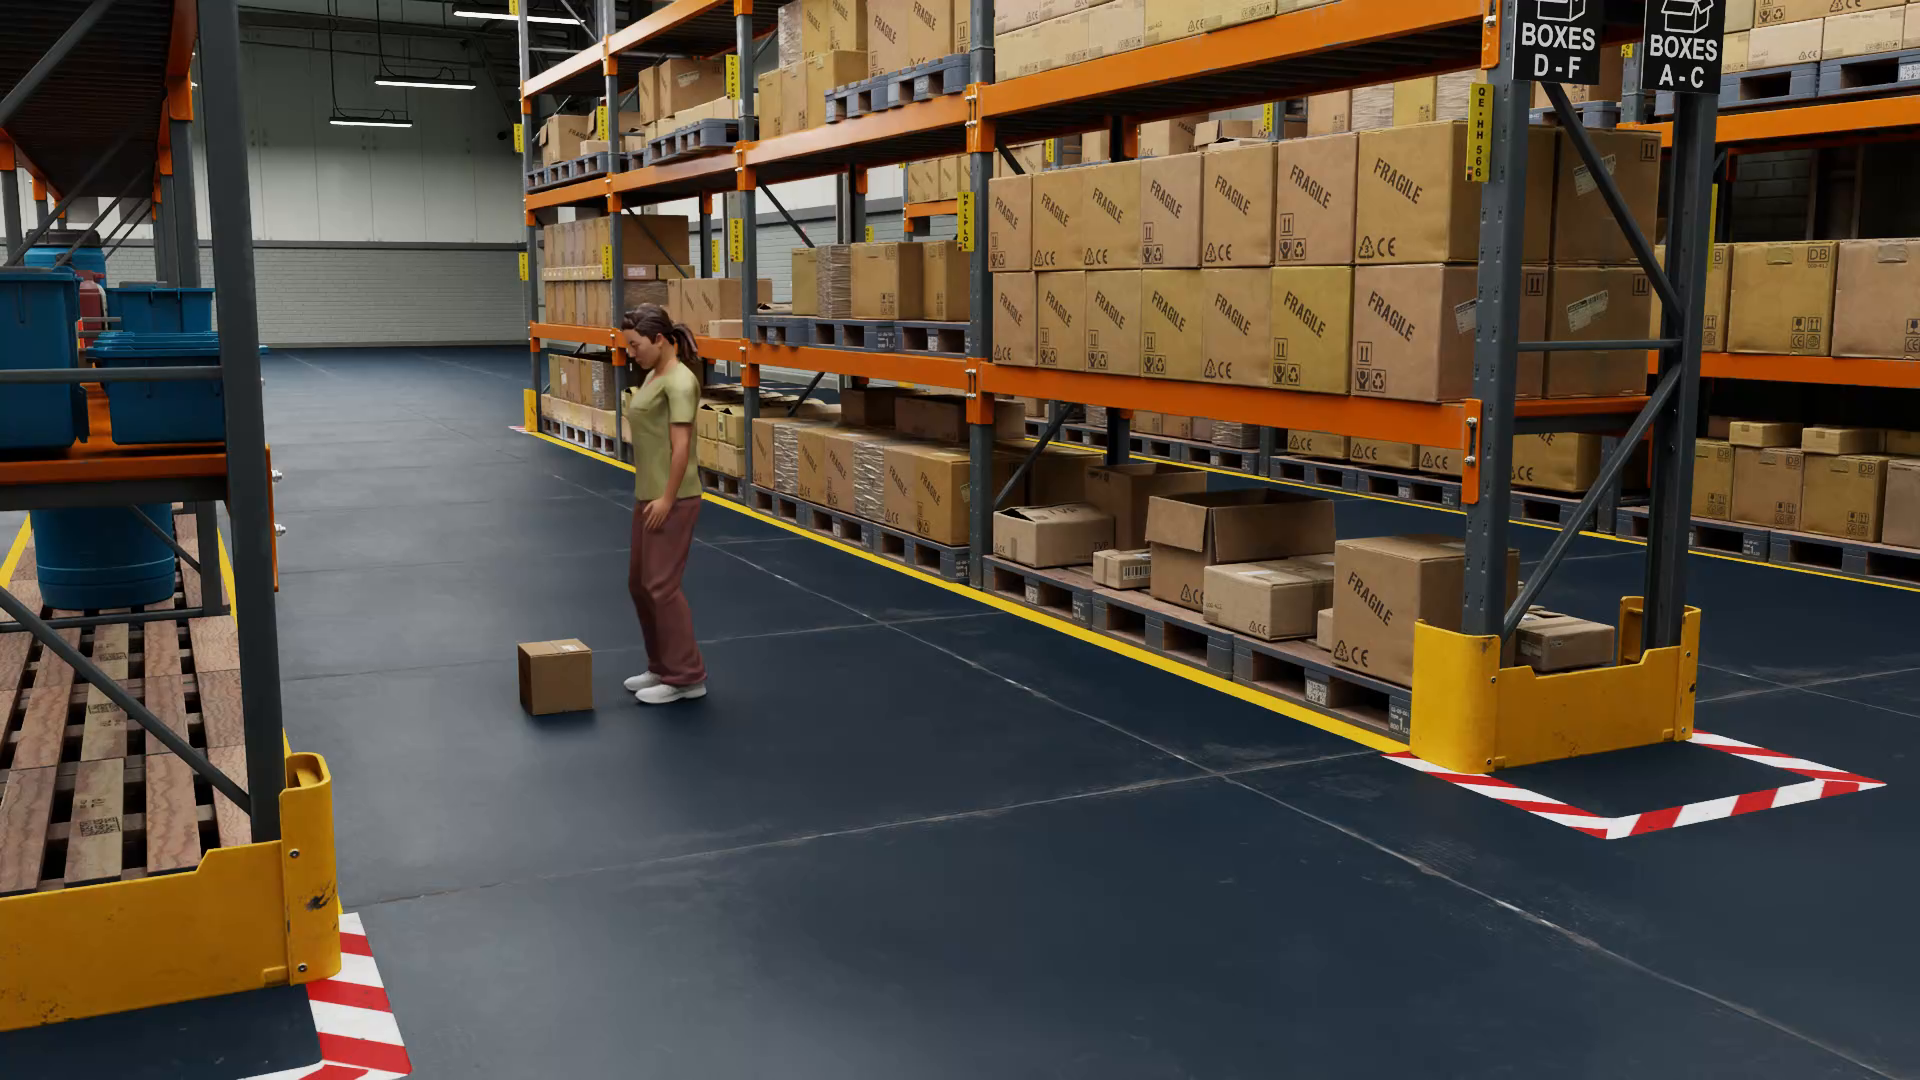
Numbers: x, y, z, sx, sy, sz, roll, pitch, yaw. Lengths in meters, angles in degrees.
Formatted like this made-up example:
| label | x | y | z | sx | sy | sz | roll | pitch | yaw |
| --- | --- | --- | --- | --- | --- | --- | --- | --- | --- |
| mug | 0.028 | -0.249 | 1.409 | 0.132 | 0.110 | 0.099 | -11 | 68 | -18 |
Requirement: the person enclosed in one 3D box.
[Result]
| label | x | y | z | sx | sy | sz | roll | pitch | yaw |
| --- | --- | --- | --- | --- | --- | --- | --- | --- | --- |
| person | -1.232 | -0.157 | 6.962 | 0.350 | 1.662 | 0.455 | -4 | 9 | -25 |
